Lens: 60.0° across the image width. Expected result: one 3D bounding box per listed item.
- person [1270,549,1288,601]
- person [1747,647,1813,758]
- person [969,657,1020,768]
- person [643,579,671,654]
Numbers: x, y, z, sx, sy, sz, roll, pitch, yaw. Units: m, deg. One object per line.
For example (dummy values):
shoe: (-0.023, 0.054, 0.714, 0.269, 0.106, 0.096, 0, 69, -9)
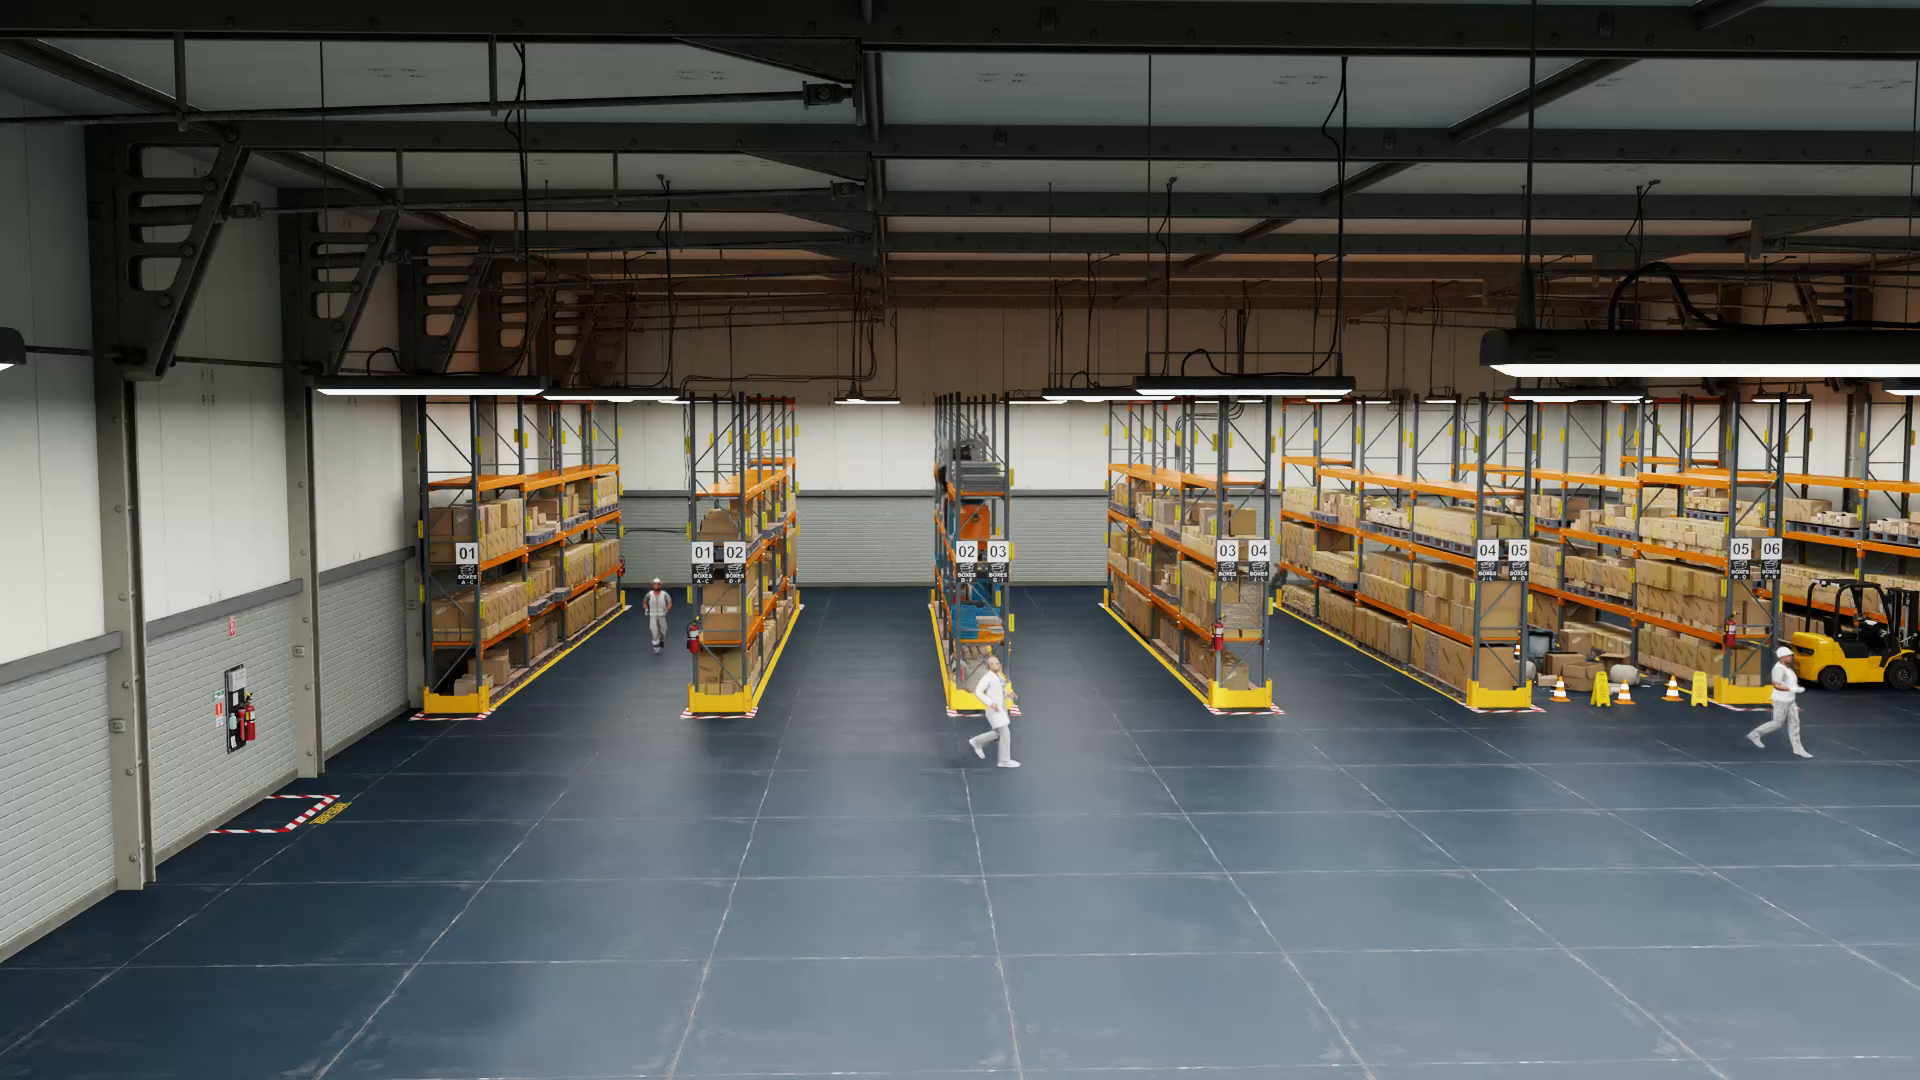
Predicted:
person: (9.452, 1.006, 48.941, 0.578, 1.627, 0.580, -1, 5, -10)
person: (13.459, 2.640, 27.236, 0.985, 1.792, 0.682, 4, 6, 42)
person: (0.543, 2.764, 26.462, 0.902, 1.679, 0.720, 2, 5, 23)
person: (-7.022, 1.767, 38.555, 0.657, 1.740, 0.673, -1, 5, -12)
